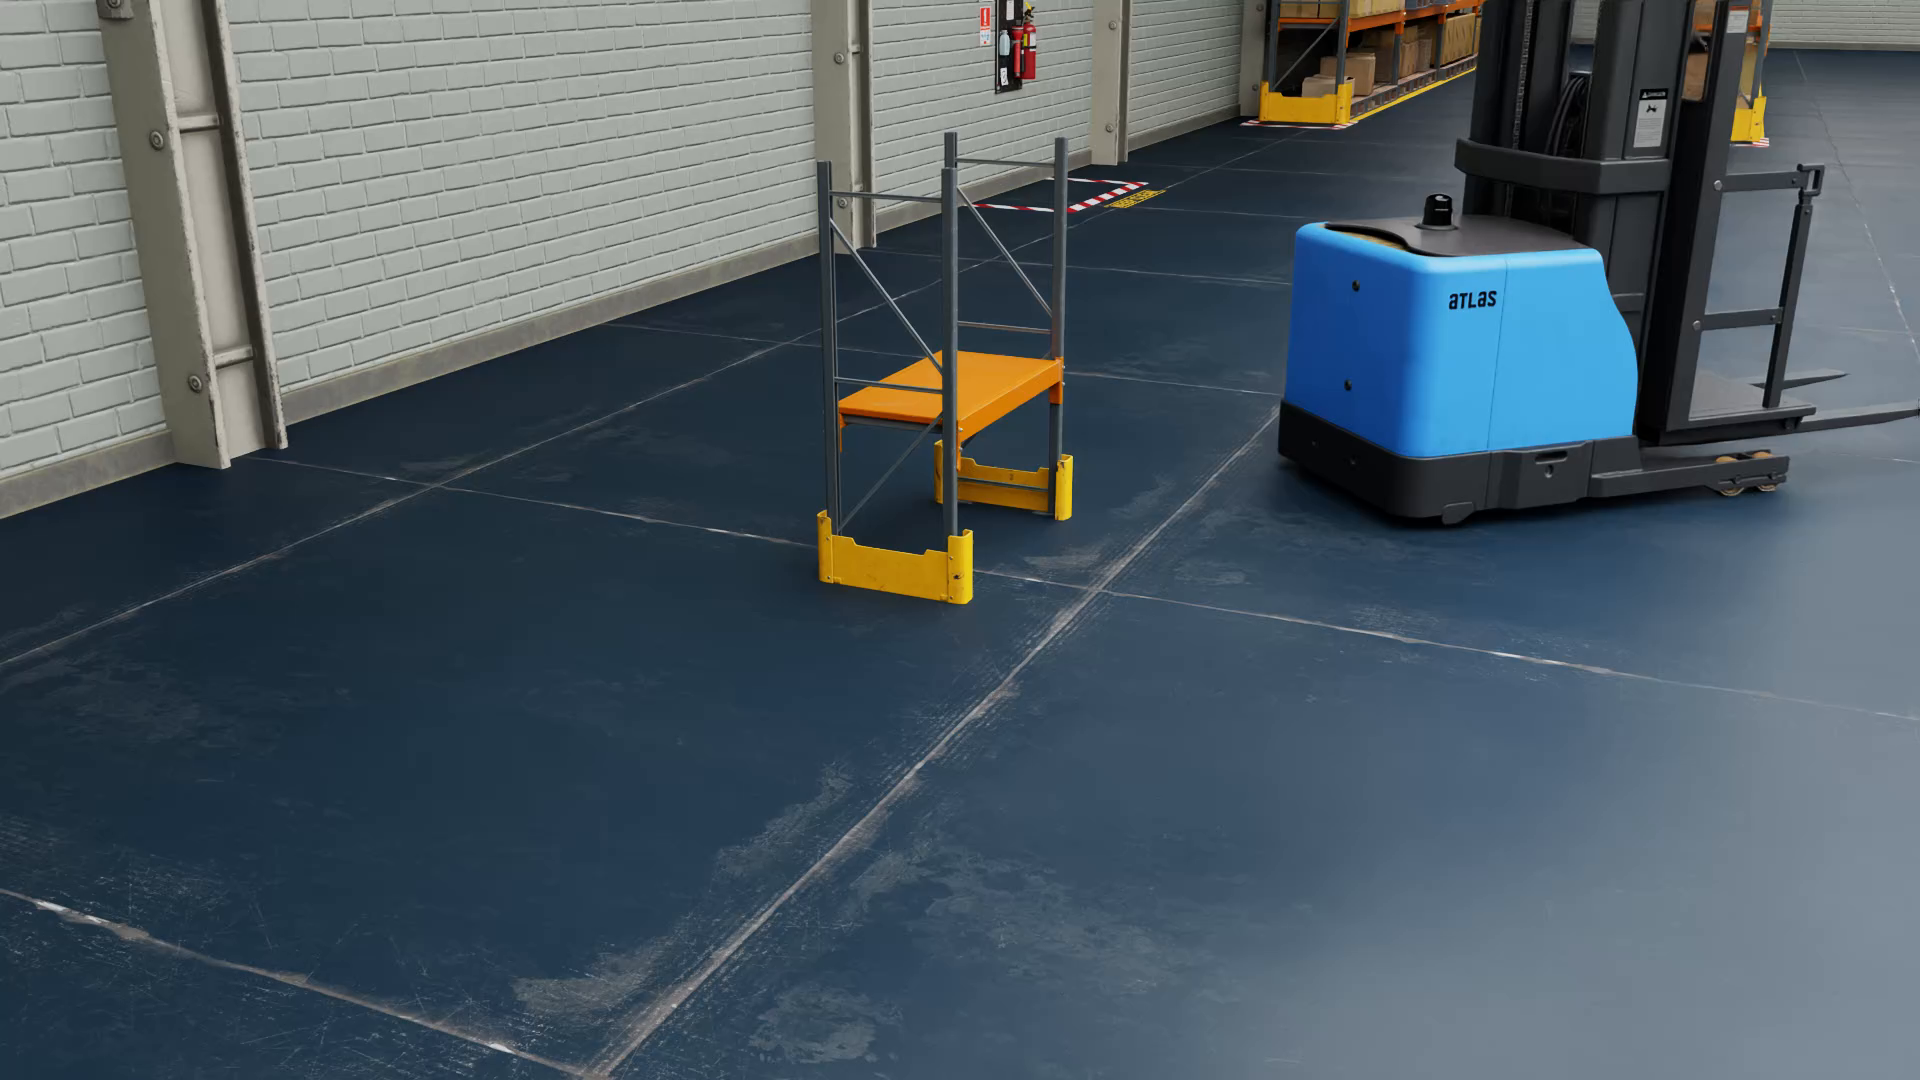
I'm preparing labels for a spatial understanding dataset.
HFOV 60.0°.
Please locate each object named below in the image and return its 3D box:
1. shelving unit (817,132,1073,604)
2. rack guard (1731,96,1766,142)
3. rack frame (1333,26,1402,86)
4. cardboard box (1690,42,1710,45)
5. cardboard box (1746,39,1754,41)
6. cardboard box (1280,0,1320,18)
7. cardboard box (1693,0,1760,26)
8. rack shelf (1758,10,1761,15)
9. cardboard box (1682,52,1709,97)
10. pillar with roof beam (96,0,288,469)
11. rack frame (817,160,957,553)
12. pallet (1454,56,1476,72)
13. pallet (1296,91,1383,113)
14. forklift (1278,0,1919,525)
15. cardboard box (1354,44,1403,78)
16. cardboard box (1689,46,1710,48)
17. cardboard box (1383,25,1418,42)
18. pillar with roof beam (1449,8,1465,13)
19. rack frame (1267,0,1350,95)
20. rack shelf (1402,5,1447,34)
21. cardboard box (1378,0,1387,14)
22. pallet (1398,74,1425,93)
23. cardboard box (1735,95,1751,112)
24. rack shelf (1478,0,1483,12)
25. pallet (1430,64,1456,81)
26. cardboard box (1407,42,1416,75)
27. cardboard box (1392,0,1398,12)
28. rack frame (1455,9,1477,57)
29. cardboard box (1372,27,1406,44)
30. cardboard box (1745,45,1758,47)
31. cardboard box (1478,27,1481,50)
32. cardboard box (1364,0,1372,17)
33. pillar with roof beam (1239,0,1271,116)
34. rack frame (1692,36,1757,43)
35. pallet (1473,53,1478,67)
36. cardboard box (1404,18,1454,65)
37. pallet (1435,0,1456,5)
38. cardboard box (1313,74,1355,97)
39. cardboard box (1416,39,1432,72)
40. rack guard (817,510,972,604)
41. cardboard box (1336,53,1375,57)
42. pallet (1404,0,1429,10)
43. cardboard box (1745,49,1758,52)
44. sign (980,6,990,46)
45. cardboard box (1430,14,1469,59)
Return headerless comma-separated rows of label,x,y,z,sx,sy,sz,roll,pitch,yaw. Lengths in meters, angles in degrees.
shelving unit,-0.031,-0.683,6.152,0.587,1.500,1.083,9,21,23
rack guard,9.063,-5.114,20.102,1.175,0.500,0.348,9,21,23
rack frame,6.190,-8.200,25.050,1.000,3.000,0.127,9,21,23
cardboard box,10.037,-6.524,22.696,0.500,0.500,0.500,9,21,23
cardboard box,13.215,-8.187,28.088,0.500,0.500,0.500,8,21,22
cardboard box,4.566,-7.086,22.110,0.500,0.250,0.500,9,21,23
cardboard box,9.275,-6.487,20.083,0.700,0.500,0.500,9,21,23
rack shelf,11.529,-7.794,24.982,1.077,0.370,4.000,9,21,23
cardboard box,9.021,-5.759,20.544,0.500,0.500,0.500,9,21,23
pillar with roof beam,0.606,-4.043,4.409,9.100,9.000,0.400,9,21,23
rack frame,-0.243,-0.525,5.707,0.500,1.500,0.032,9,21,23
pallet,9.218,-9.086,31.701,1.003,0.211,1.213,9,21,23
pallet,5.449,-6.302,23.874,1.003,0.211,1.213,9,21,23
forklift,2.977,-1.723,6.940,3.031,2.935,1.130,-7,21,-18
cardboard box,6.642,-7.622,26.498,0.700,0.500,0.500,8,21,22
cardboard box,9.623,-6.220,21.839,0.500,0.500,0.500,9,21,23
cardboard box,7.290,-8.413,27.603,0.500,0.250,0.500,9,21,24
pillar with roof beam,15.348,-15.048,35.353,9.100,9.000,0.400,9,21,23
rack frame,4.552,-6.977,21.612,1.000,3.000,0.127,9,21,23
rack shelf,7.009,-8.473,26.890,1.077,0.370,4.000,9,21,23
cardboard box,5.664,-7.492,23.251,0.500,0.250,0.500,9,21,23
pallet,7.005,-7.499,27.239,1.003,0.211,1.213,9,21,23
cardboard box,9.495,-5.335,20.469,0.500,0.250,0.500,9,21,23
rack shelf,10.285,-10.918,33.766,1.077,0.370,4.000,9,21,23
pallet,8.219,-8.340,29.604,1.003,0.211,1.213,9,21,23
cardboard box,7.086,-7.928,27.358,0.700,0.500,0.500,8,21,22
cardboard box,6.061,-7.801,24.122,0.500,0.250,0.500,9,21,23
rack frame,9.466,-10.646,31.926,1.000,3.000,0.127,9,21,23
cardboard box,6.863,-8.105,26.737,0.500,0.250,0.500,8,21,21
cardboard box,10.303,-6.301,22.067,0.500,0.500,0.500,9,21,23
cardboard box,10.074,-10.033,33.309,0.700,0.500,0.500,8,21,22
cardboard box,5.241,-7.182,22.382,0.500,0.250,0.500,8,21,21
pillar with roof beam,7.977,-9.546,19.881,9.100,9.000,0.400,9,21,23
rack frame,12.348,-8.744,26.580,1.000,3.000,0.127,9,21,23
pallet,9.848,-9.554,33.017,1.003,0.211,1.213,9,21,23
cardboard box,8.248,-8.815,29.359,0.750,0.750,0.750,8,21,22
pallet,7.633,-9.100,27.867,1.213,0.211,1.003,9,21,23
cardboard box,5.150,-6.291,23.038,0.500,0.311,0.500,11,22,27
cardboard box,7.580,-8.225,28.194,0.700,0.500,0.500,9,21,23
rack guard,-0.235,0.058,5.933,0.587,0.250,0.087,9,21,23
cardboard box,5.801,-6.907,24.487,0.500,0.500,0.500,7,21,19
pallet,6.635,-8.323,25.683,1.003,0.211,1.213,9,21,23
cardboard box,9.891,-5.996,21.209,0.500,0.500,0.500,9,21,23
sign,0.225,-4.588,14.839,0.001,0.329,0.234,9,21,23
cardboard box,8.957,-9.342,30.842,0.750,0.750,0.750,9,22,24
